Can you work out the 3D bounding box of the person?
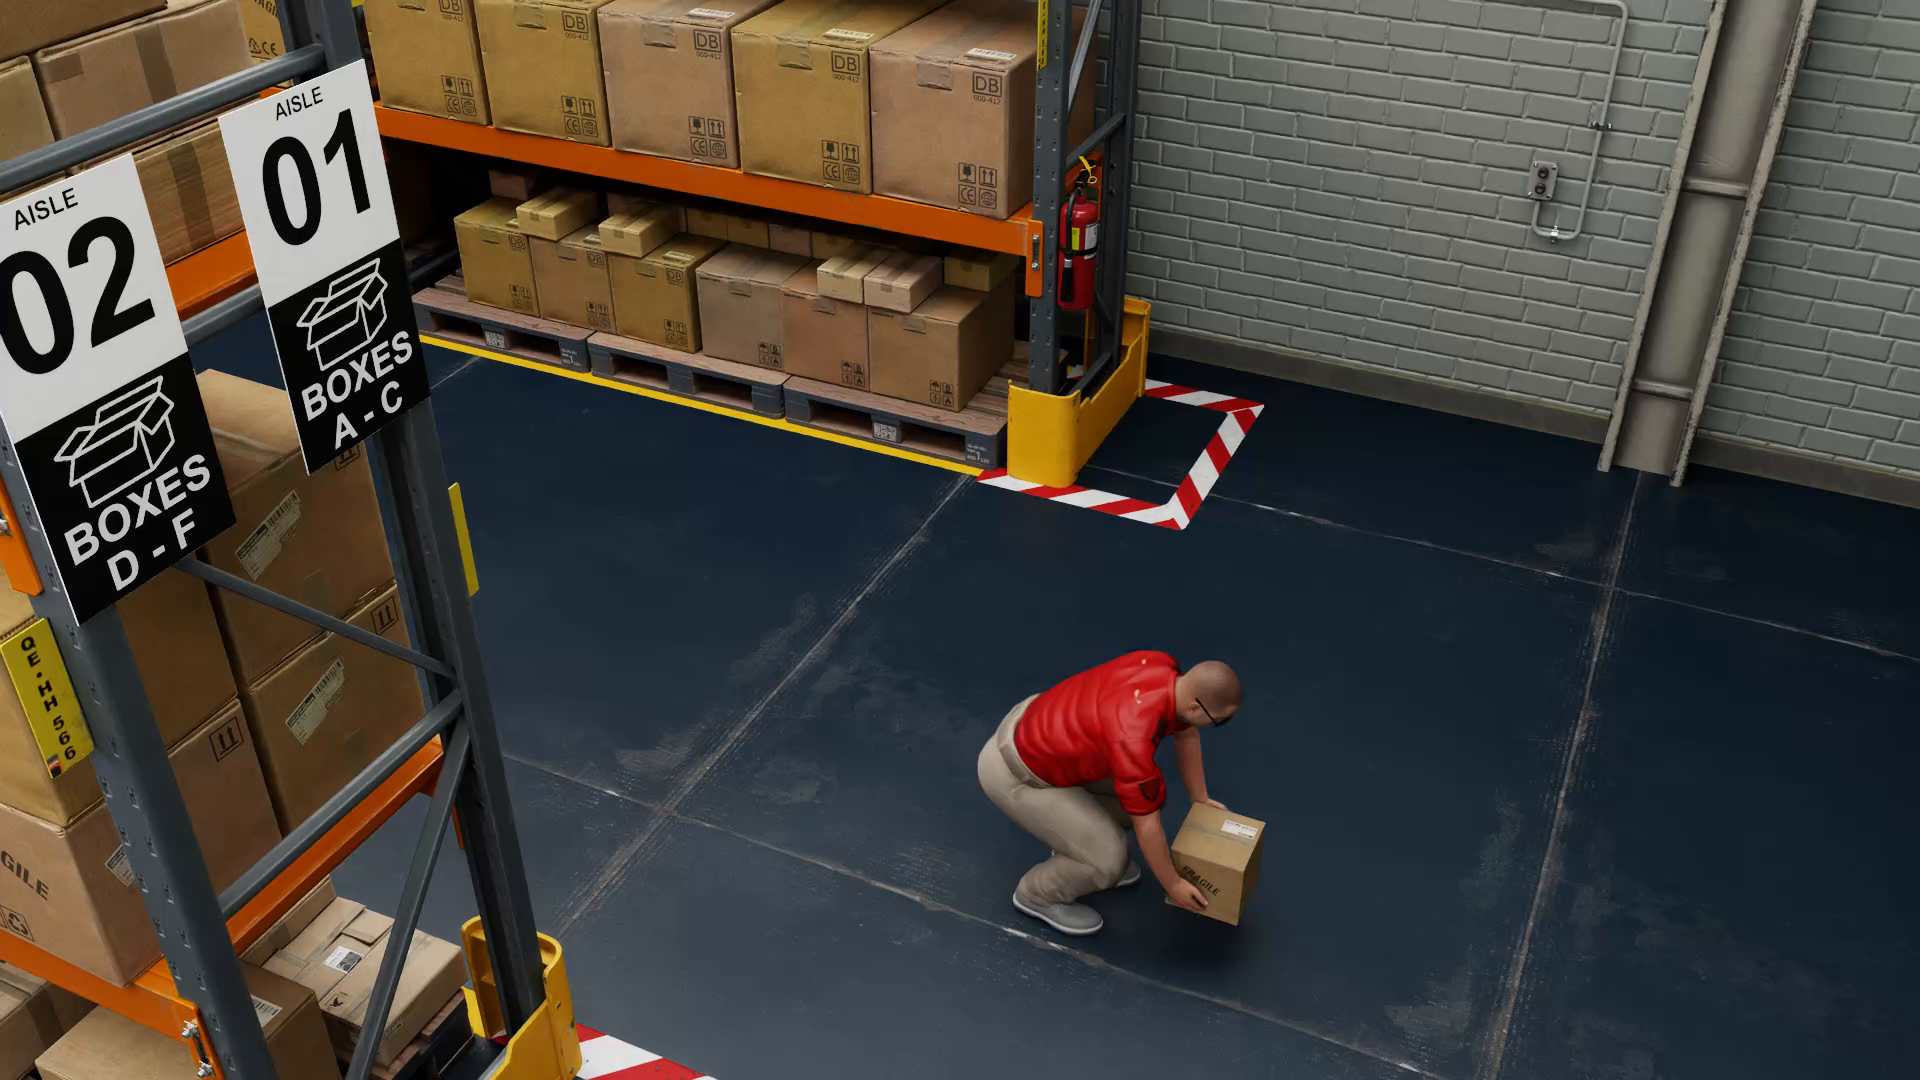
[{"bbox_3d":[0.503,0.791,5.559,0.845,1.073,0.573,14,36,20],"label":"person"}]
